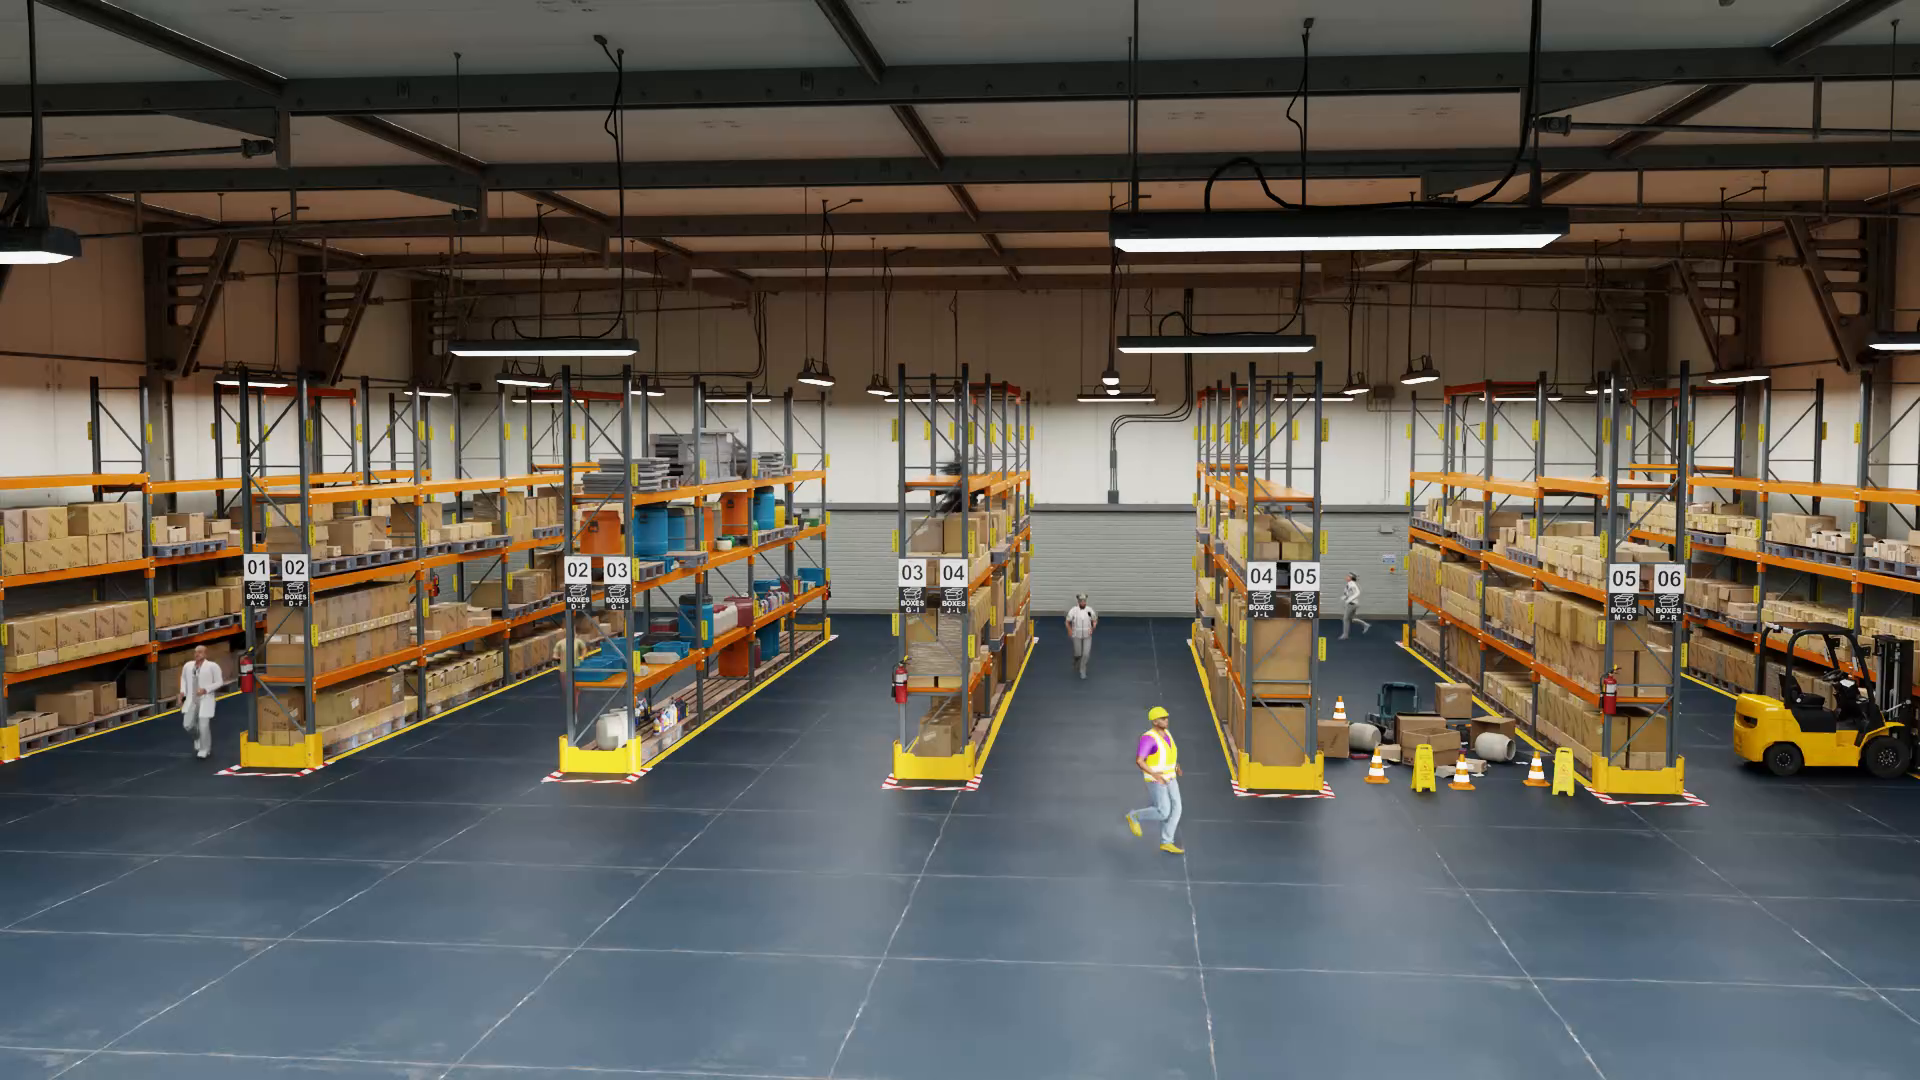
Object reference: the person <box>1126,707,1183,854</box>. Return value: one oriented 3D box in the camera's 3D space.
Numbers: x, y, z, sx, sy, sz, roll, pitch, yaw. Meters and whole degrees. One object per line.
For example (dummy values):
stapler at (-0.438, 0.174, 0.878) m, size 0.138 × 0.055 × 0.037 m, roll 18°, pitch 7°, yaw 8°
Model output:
person at (2.372, 2.867, 19.986) m, size 0.739 × 1.739 × 0.707 m, roll 3°, pitch 5°, yaw 39°

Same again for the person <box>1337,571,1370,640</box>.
person at (9.577, 1.589, 40.371) m, size 0.801 × 1.698 × 0.623 m, roll 1°, pitch 4°, yaw 8°

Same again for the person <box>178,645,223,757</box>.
person at (-11.728, 2.491, 25.622) m, size 0.704 × 1.732 × 0.628 m, roll 0°, pitch 4°, yaw -3°

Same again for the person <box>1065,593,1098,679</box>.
person at (2.502, 1.954, 34.113) m, size 0.664 × 1.737 × 0.602 m, roll 0°, pitch 4°, yaw -3°

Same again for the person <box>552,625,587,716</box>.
person at (-6.764, 2.294, 28.809) m, size 0.574 × 1.673 × 0.951 m, roll -1°, pitch 4°, yaw -10°
